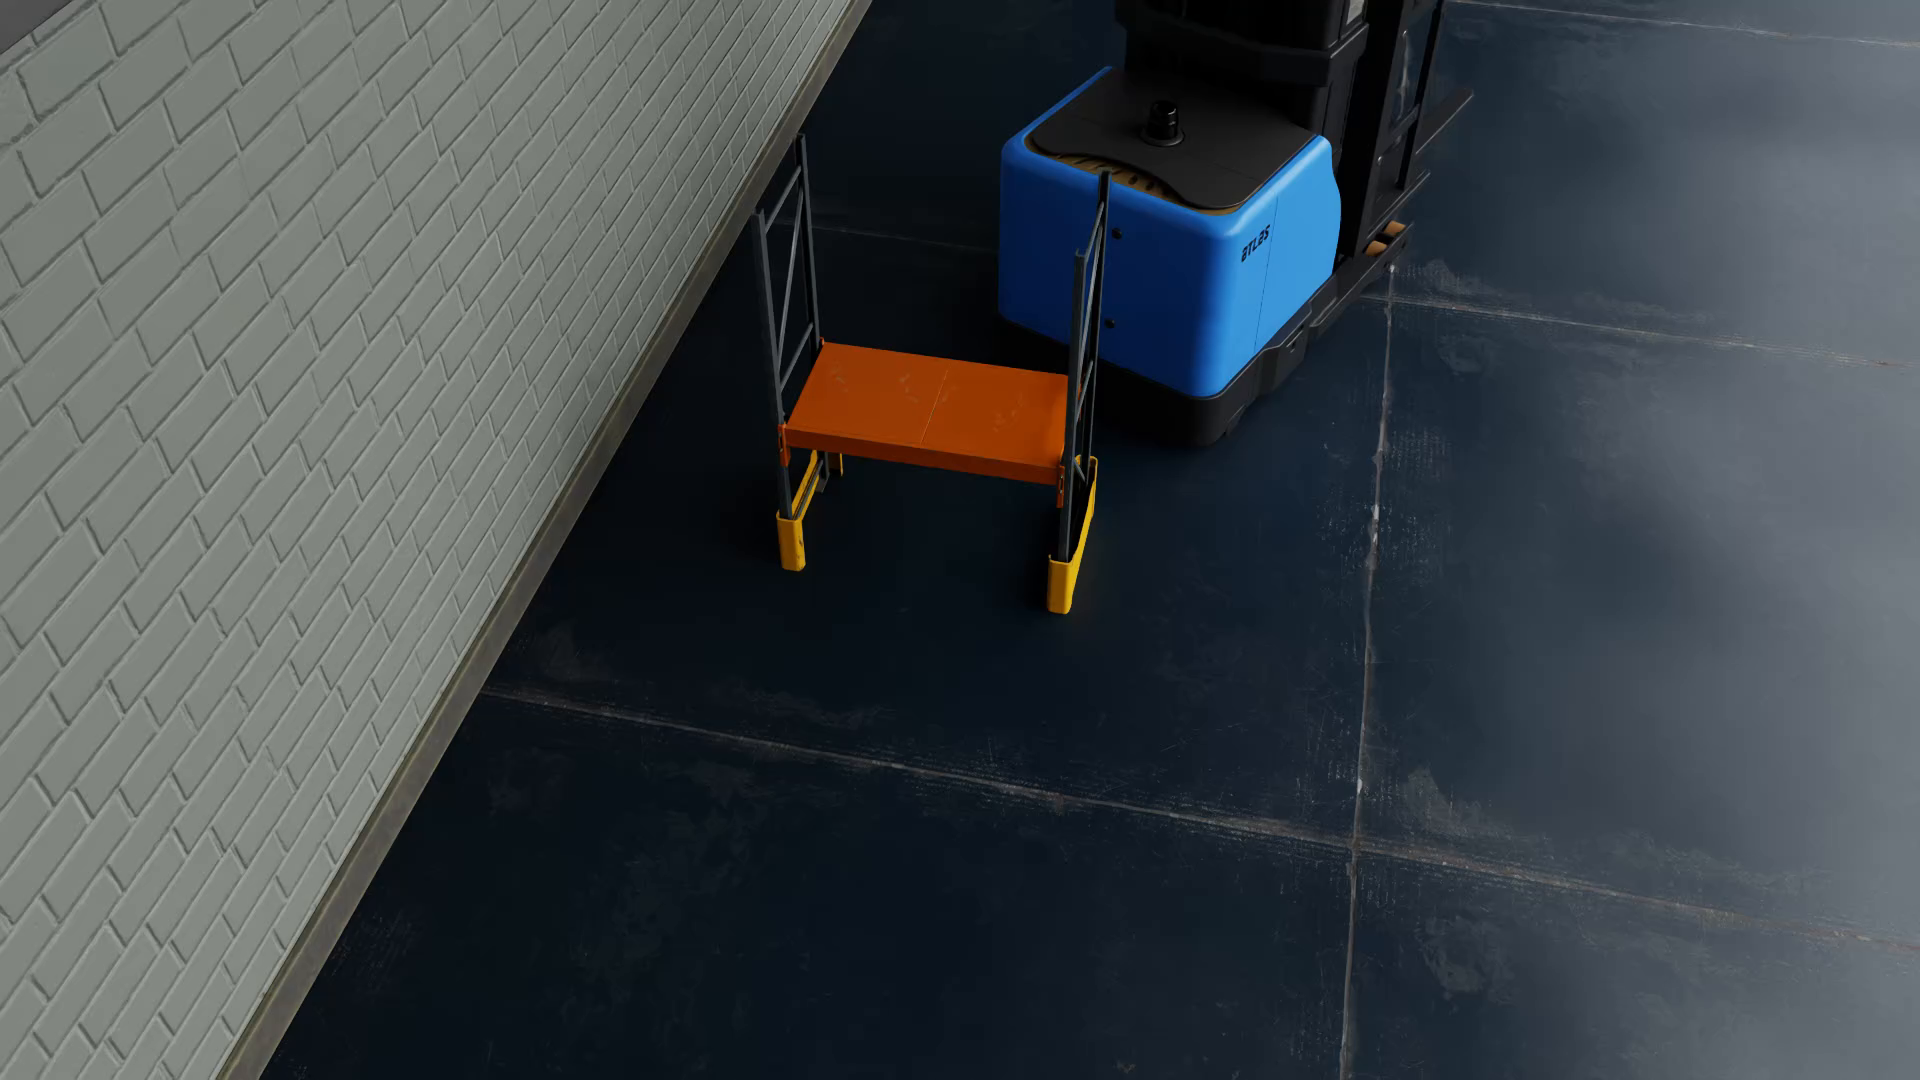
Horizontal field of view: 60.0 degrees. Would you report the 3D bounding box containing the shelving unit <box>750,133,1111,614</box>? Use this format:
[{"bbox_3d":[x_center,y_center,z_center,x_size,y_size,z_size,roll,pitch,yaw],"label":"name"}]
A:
[{"bbox_3d":[-0.074,-0.552,5.742,1.083,1.500,0.587,9,45,9],"label":"shelving unit"}]

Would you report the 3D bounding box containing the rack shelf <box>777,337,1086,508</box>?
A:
[{"bbox_3d":[-0.083,-0.424,5.868,1.000,0.185,0.538,9,45,9],"label":"rack shelf"}]

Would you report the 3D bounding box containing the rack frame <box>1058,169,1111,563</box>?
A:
[{"bbox_3d":[0.413,-0.476,5.663,0.032,1.500,0.500,9,45,9],"label":"rack frame"}]

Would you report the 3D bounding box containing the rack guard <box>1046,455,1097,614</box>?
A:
[{"bbox_3d":[0.412,-0.026,6.097,0.087,0.250,0.587,9,45,9],"label":"rack guard"}]

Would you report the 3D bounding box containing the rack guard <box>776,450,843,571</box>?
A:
[{"bbox_3d":[-0.560,-0.177,6.254,0.087,0.250,0.587,9,45,9],"label":"rack guard"}]

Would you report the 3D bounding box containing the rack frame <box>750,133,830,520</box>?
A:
[{"bbox_3d":[-0.579,-0.630,5.823,0.032,1.500,0.500,9,45,9],"label":"rack frame"}]

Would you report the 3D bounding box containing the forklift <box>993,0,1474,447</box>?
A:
[{"bbox_3d":[1.401,-2.405,6.635,1.130,2.935,3.031,26,50,25],"label":"forklift"}]
